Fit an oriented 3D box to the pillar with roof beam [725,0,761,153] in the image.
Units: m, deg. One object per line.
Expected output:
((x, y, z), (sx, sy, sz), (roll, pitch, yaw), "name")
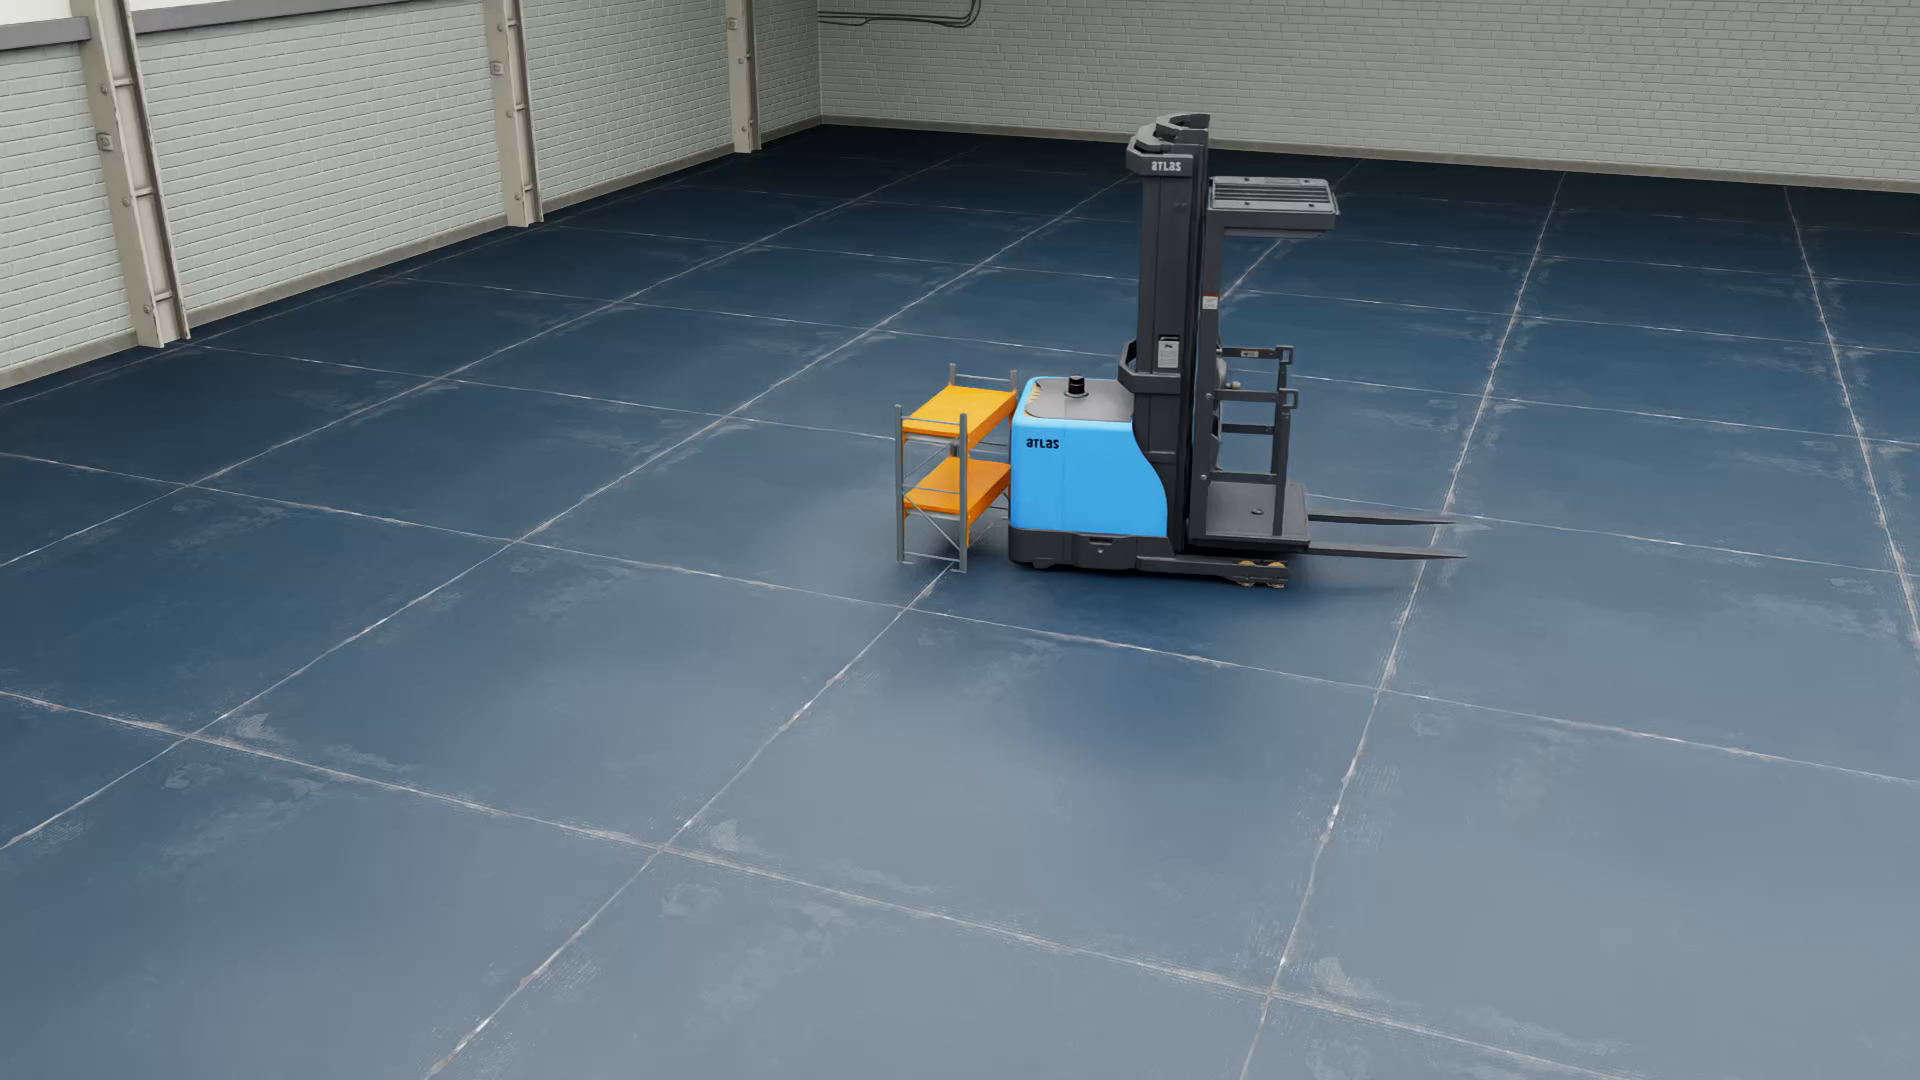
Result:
((0.575, -9.797, 23.530), (9.100, 9.000, 0.400), (9, 24, 20), "pillar with roof beam")

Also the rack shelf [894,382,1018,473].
((-0.014, -0.786, 11.414), (0.538, 0.278, 1.000), (8, 24, 19), "rack shelf")

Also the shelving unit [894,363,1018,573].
((-0.014, -0.516, 11.527), (0.538, 1.125, 1.048), (8, 24, 19), "shelving unit")

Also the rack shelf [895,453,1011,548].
((-0.014, -0.291, 11.621), (0.538, 0.278, 1.000), (8, 24, 19), "rack shelf")

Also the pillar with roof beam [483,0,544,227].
((-1.654, -7.650, 18.390), (9.100, 9.000, 0.400), (9, 24, 20), "pillar with roof beam")

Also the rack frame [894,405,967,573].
((-0.192, -0.333, 11.087), (0.500, 1.125, 0.032), (8, 24, 19), "rack frame")

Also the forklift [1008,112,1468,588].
((1.889, -1.255, 10.952), (3.031, 2.935, 1.130), (3, 23, 8), "forklift")

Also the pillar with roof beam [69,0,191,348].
((-3.882, -5.503, 13.250), (9.100, 9.000, 0.400), (9, 24, 20), "pillar with roof beam")

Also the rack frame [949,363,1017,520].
((0.164, -0.700, 11.966), (0.500, 1.125, 0.032), (8, 24, 19), "rack frame")

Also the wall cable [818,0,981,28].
((-1.100, -9.846, 27.675), (3.097, 2.526, 0.112), (9, 24, 20), "wall cable")
